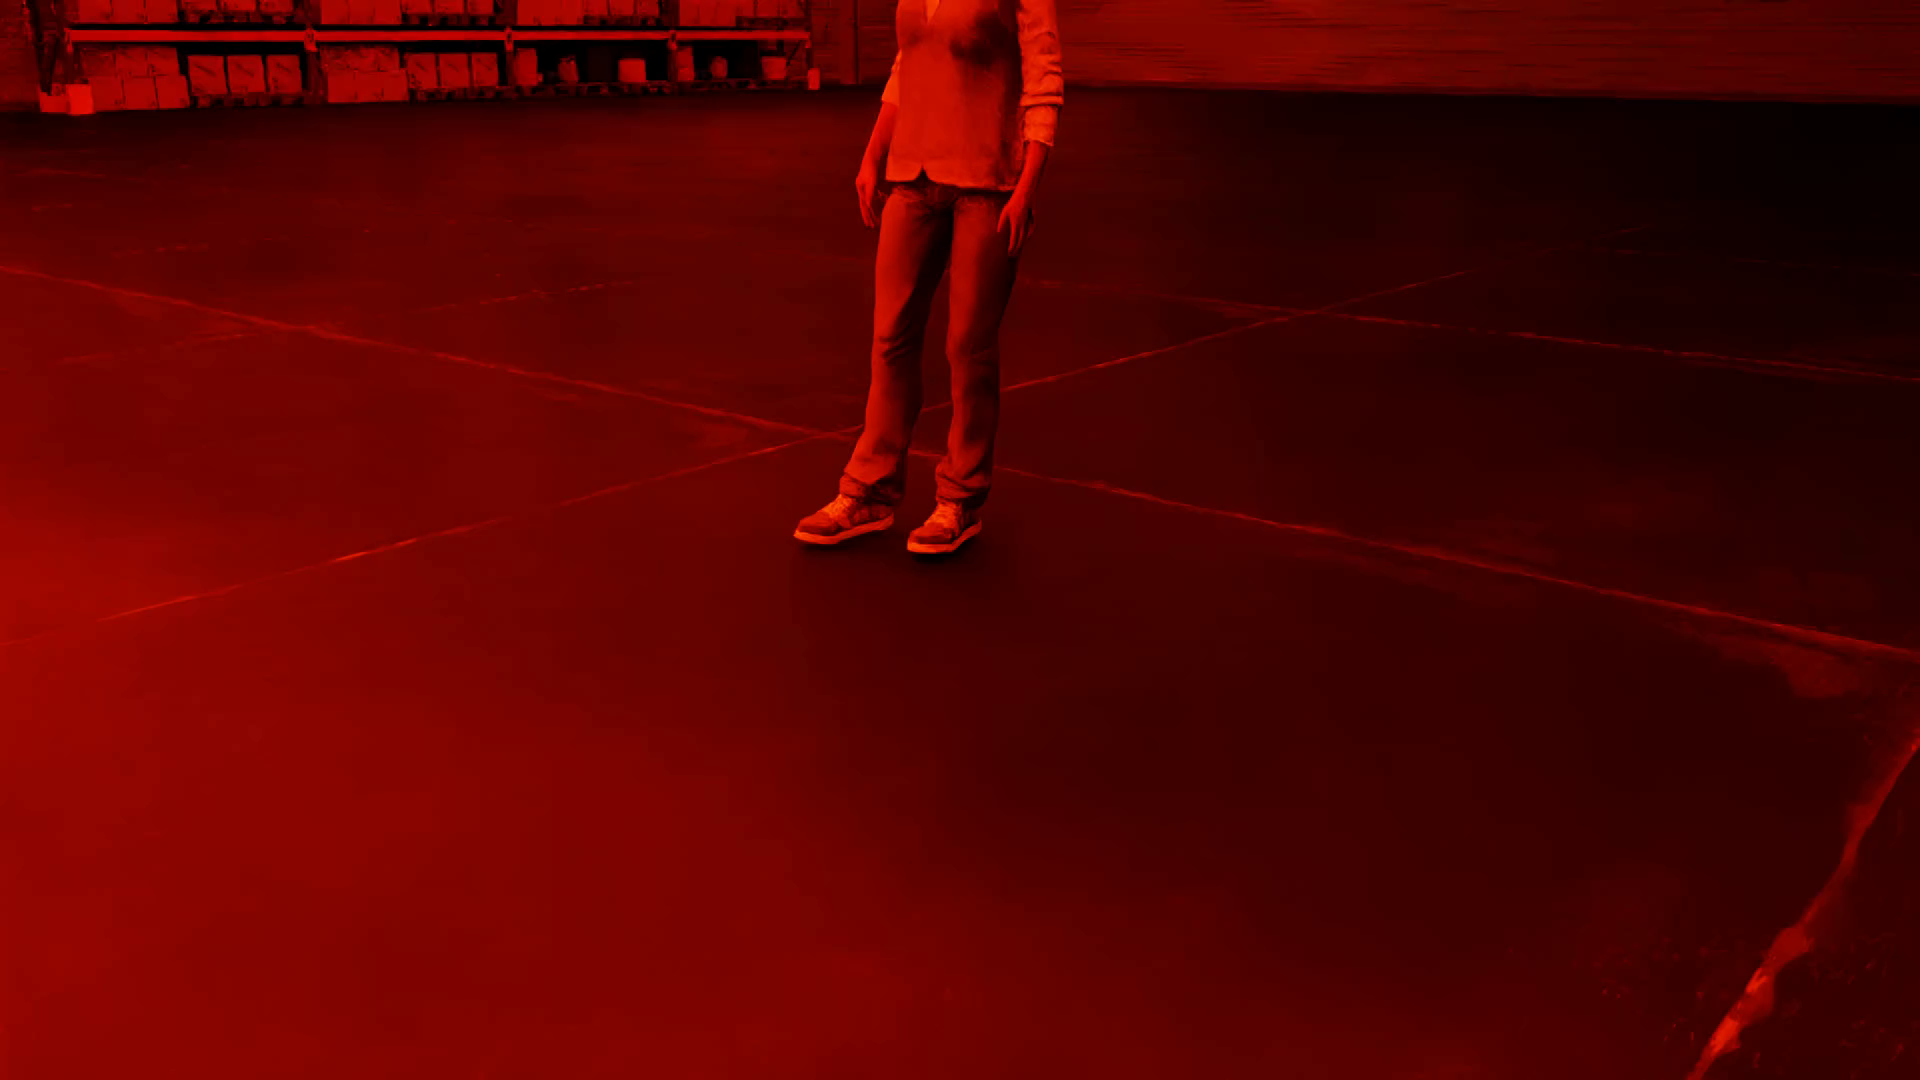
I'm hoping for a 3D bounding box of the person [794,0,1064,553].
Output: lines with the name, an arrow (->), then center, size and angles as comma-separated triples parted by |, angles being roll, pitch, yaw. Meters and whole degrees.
person -> -0.058, -0.757, 3.662 | 0.521, 1.597, 0.474 | 13, 21, 37
